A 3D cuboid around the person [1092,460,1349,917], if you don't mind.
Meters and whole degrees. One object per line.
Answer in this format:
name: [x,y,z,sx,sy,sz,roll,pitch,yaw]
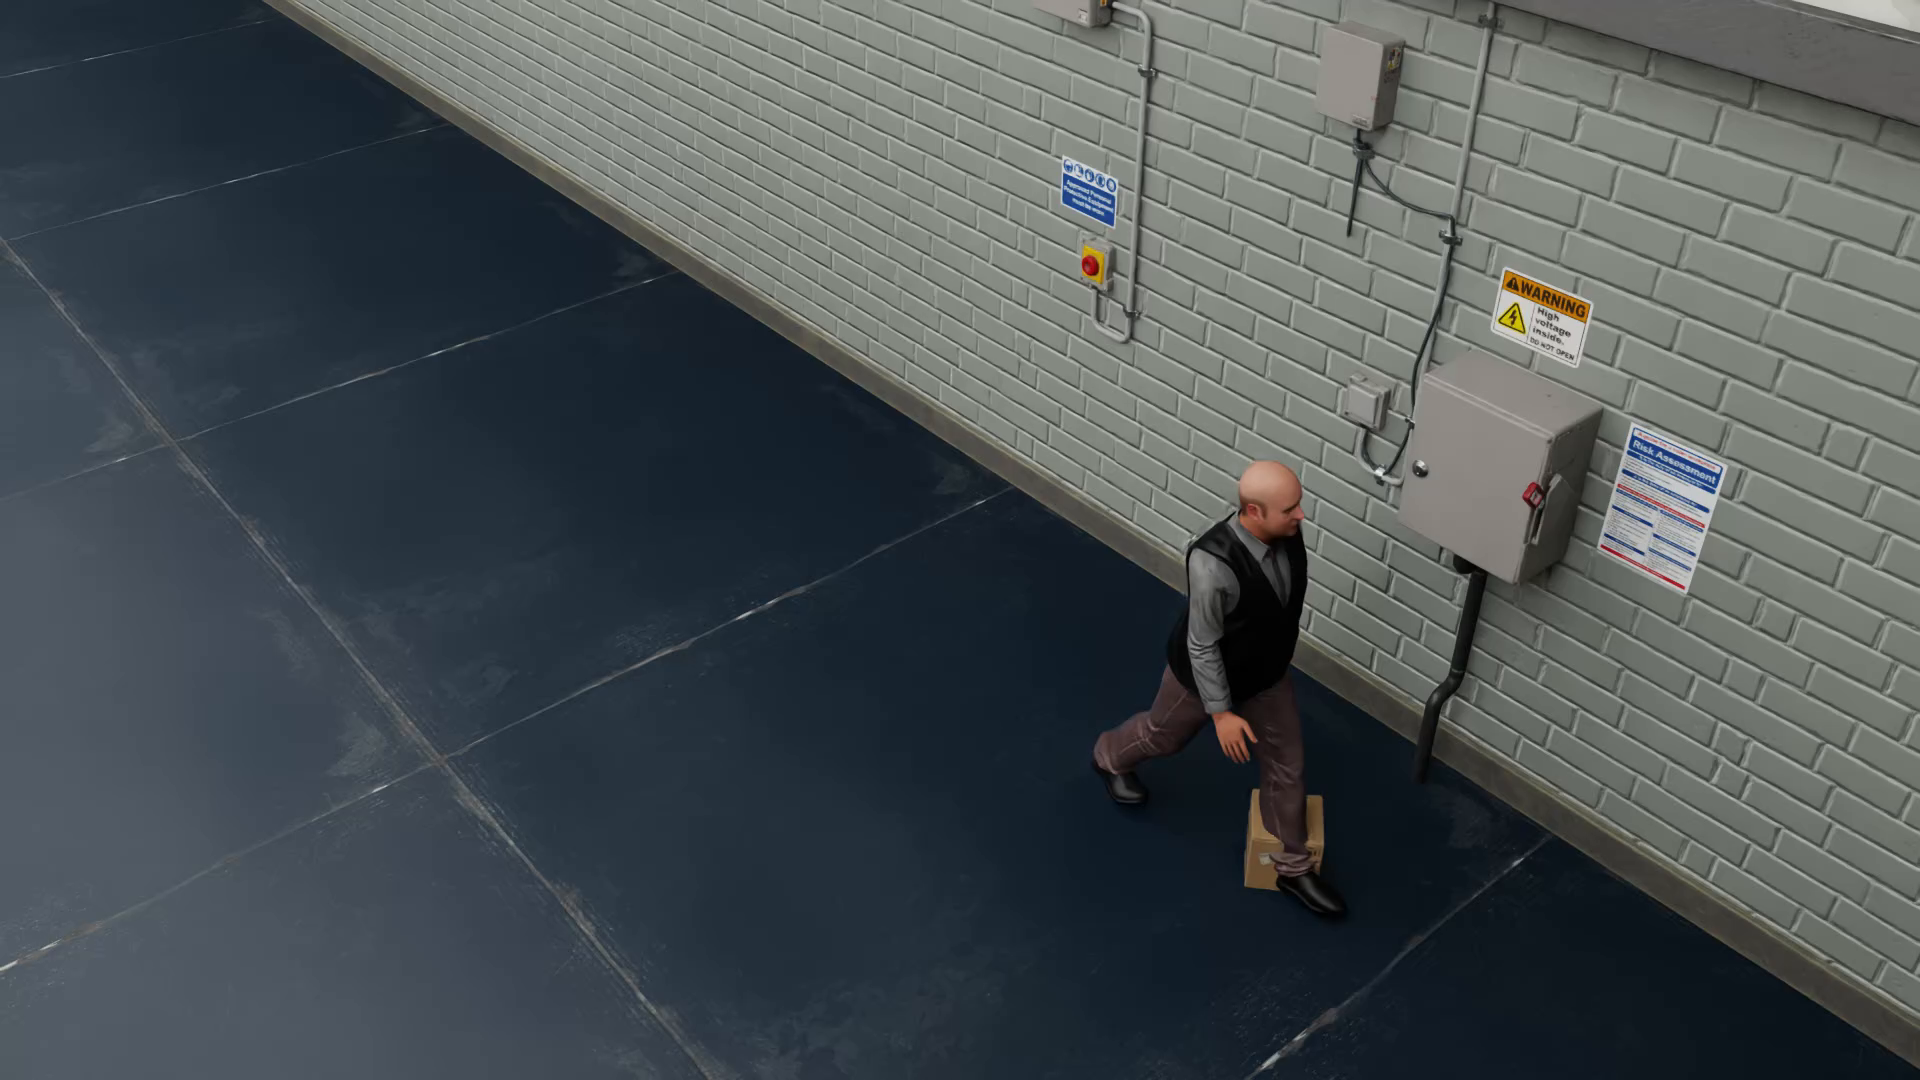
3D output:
person: [0.918,0.435,5.566,0.549,1.665,1.096,-23,42,-29]
